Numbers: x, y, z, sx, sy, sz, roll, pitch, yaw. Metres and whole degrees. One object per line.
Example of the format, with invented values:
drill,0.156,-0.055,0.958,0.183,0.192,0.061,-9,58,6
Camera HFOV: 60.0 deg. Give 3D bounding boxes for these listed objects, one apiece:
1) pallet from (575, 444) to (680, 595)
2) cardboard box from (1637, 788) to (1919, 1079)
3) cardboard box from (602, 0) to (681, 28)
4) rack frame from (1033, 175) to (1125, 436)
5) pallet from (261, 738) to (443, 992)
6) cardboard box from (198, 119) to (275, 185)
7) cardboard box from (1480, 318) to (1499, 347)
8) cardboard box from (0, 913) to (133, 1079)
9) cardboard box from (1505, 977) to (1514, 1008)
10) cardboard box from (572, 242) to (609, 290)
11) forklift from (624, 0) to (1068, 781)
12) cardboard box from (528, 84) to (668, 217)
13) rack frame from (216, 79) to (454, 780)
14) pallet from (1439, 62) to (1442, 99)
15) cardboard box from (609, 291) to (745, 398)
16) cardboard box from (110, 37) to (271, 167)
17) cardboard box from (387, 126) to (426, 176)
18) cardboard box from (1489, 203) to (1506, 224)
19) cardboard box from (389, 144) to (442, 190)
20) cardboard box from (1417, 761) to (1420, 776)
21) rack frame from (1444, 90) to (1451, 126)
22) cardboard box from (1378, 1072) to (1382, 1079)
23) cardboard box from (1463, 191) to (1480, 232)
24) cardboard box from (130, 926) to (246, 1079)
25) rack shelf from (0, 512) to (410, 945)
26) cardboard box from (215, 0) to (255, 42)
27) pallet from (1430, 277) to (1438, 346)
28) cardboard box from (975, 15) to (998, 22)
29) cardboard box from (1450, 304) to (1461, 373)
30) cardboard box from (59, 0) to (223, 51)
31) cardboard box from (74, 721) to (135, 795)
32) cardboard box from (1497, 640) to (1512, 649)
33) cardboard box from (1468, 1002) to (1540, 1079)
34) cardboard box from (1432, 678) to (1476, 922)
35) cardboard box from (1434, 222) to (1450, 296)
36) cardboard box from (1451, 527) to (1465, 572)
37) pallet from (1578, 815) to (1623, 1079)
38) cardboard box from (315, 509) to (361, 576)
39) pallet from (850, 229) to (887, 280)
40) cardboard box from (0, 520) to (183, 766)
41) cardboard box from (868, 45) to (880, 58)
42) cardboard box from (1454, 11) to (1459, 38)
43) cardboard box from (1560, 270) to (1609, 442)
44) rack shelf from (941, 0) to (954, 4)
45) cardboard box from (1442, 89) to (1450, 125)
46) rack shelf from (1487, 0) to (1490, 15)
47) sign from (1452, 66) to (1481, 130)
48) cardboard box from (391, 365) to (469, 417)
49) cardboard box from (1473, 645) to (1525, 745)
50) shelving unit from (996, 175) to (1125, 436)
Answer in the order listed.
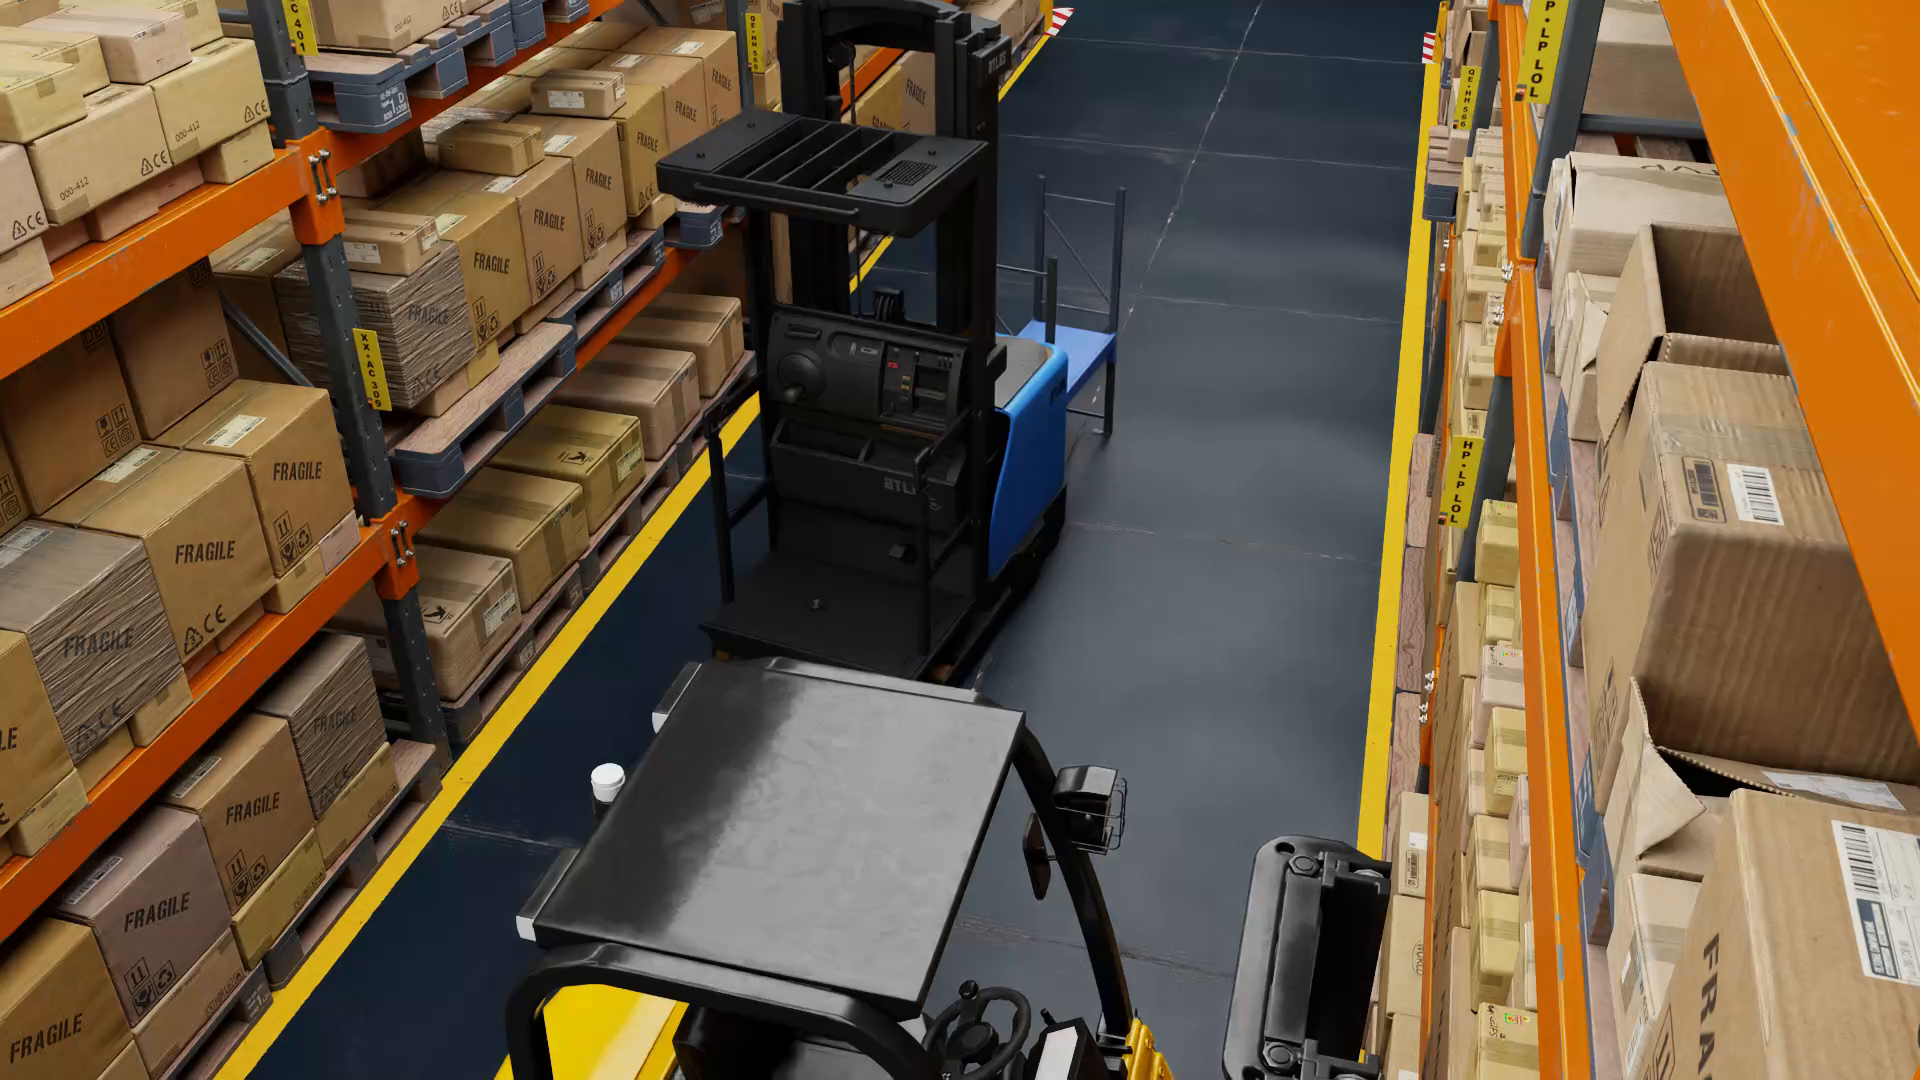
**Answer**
pallet,-2.193,-0.193,8.857,1.003,0.211,1.213,8,33,12
cardboard box,0.967,0.628,1.592,0.500,0.500,0.500,9,34,14
cardboard box,-1.803,-3.175,9.922,0.500,0.500,0.500,7,33,11
rack frame,0.654,-1.303,9.402,0.500,1.500,0.032,13,35,20
pallet,-2.833,1.199,6.667,1.003,0.211,1.213,8,33,12
cardboard box,-2.481,-1.285,5.414,0.380,0.149,0.250,8,33,13
cardboard box,2.204,-0.718,6.386,0.380,0.149,0.250,7,33,11
cardboard box,-2.970,1.487,5.087,0.500,0.500,0.500,9,33,13
cardboard box,1.360,1.099,3.528,0.380,0.149,0.250,8,33,12
cardboard box,-1.893,-1.318,7.870,0.380,0.149,0.250,9,34,14
forklift,-0.503,-0.679,7.085,1.130,2.935,3.031,13,35,20
cardboard box,-1.775,-1.946,8.253,0.500,0.500,0.500,6,33,9
rack frame,-2.696,-0.331,6.474,1.000,3.000,0.127,8,33,12
pallet,4.930,-4.254,15.245,1.003,0.211,1.213,8,33,12
cardboard box,-1.834,-1.183,9.873,0.950,0.372,0.625,6,33,9
cardboard box,-2.548,-1.392,5.211,0.500,0.250,0.500,8,33,12
cardboard box,-2.589,-1.725,7.300,0.380,0.149,0.250,7,33,10
cardboard box,2.559,-1.376,7.420,0.380,0.149,0.250,8,33,13
cardboard box,-2.540,-1.471,7.506,0.500,0.500,0.500,9,34,14
cardboard box,2.227,0.896,6.367,0.875,0.625,0.625,9,34,15
rack frame,4.136,-3.808,11.945,1.000,3.000,0.127,8,33,12
cardboard box,1.420,1.845,4.757,0.500,0.250,0.500,8,33,12
cardboard box,2.644,-1.424,7.867,0.500,0.250,0.500,9,34,14
cardboard box,-2.845,1.537,5.708,0.500,0.250,0.500,9,33,13
rack shelf,-3.204,1.011,5.035,1.077,0.370,4.000,8,33,12
cardboard box,-2.688,-2.033,6.105,0.500,0.250,0.500,7,33,11
pallet,3.658,-1.569,11.022,1.003,0.211,1.213,8,33,12
cardboard box,-0.177,-4.354,14.800,0.875,0.438,0.875,7,33,11
cardboard box,2.515,-0.944,7.578,0.500,0.250,0.500,7,33,11
cardboard box,-2.566,-1.633,5.218,0.380,0.149,0.250,9,33,13
cardboard box,-2.832,0.640,5.182,0.380,0.149,0.250,7,33,12
cardboard box,1.667,0.430,4.579,0.380,0.149,0.250,8,33,12
cardboard box,1.205,1.087,3.269,0.380,0.149,0.250,9,33,13
cardboard box,1.624,0.768,4.652,0.500,0.500,0.500,9,33,13
cardboard box,3.401,-1.906,10.891,0.500,0.500,0.500,7,33,11
cardboard box,1.983,-0.094,5.776,0.500,0.250,0.500,7,33,11
pallet,1.295,0.827,1.940,1.003,0.211,1.213,8,33,12
cardboard box,-2.483,-0.016,6.214,0.380,0.149,0.250,8,33,12
pallet,-1.097,-2.260,12.108,1.003,0.211,1.213,8,33,12
cardboard box,-2.820,0.304,5.106,0.500,0.500,0.500,9,34,14
cardboard box,-0.813,-3.628,11.801,0.500,0.250,0.500,7,33,11
cardboard box,3.412,-3.260,10.816,0.396,0.266,0.258,10,34,15
cardboard box,1.435,-0.357,3.360,0.396,0.266,0.258,7,33,11
rack shelf,-0.159,-5.216,14.830,1.077,0.370,4.000,8,33,12
cardboard box,4.386,-3.725,13.752,0.700,0.500,0.500,7,33,11
rack shelf,3.628,-3.733,9.700,1.077,0.370,4.000,8,33,12
sign,2.593,-2.257,8.499,0.100,0.325,0.005,8,33,12
cardboard box,-2.251,-0.646,6.813,0.380,0.149,0.250,8,33,13
cardboard box,1.538,0.428,4.306,0.380,0.149,0.250,9,33,13
shelving unit,0.449,-1.053,9.009,0.538,1.500,1.048,13,35,20
